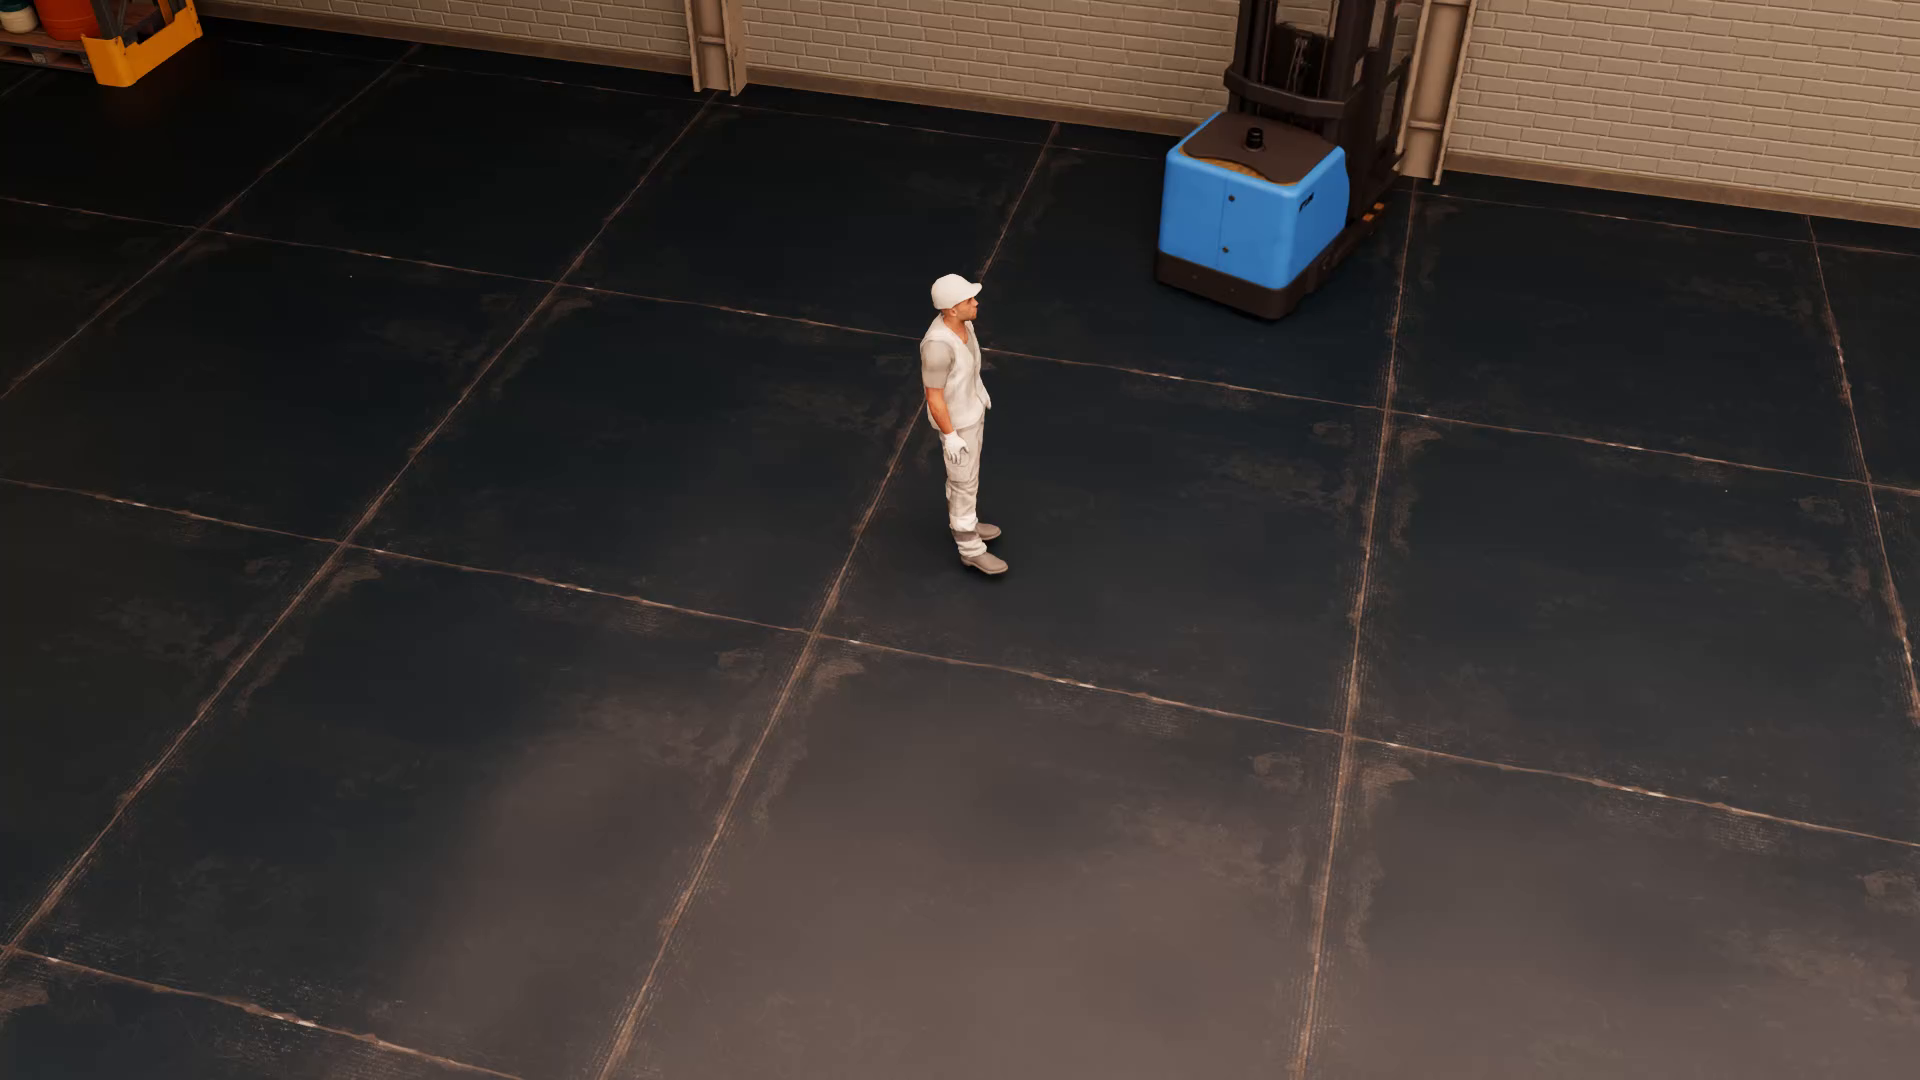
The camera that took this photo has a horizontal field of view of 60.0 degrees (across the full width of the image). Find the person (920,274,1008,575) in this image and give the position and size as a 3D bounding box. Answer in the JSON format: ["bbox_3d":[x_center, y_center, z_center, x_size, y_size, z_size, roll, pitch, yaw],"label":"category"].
[{"bbox_3d":[0.075,-0.687,9.439,0.561,1.789,0.637,10,42,11],"label":"person"}]

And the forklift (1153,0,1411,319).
[{"bbox_3d":[2.663,-3.601,11.970,1.130,2.935,3.031,24,47,25],"label":"forklift"}]
